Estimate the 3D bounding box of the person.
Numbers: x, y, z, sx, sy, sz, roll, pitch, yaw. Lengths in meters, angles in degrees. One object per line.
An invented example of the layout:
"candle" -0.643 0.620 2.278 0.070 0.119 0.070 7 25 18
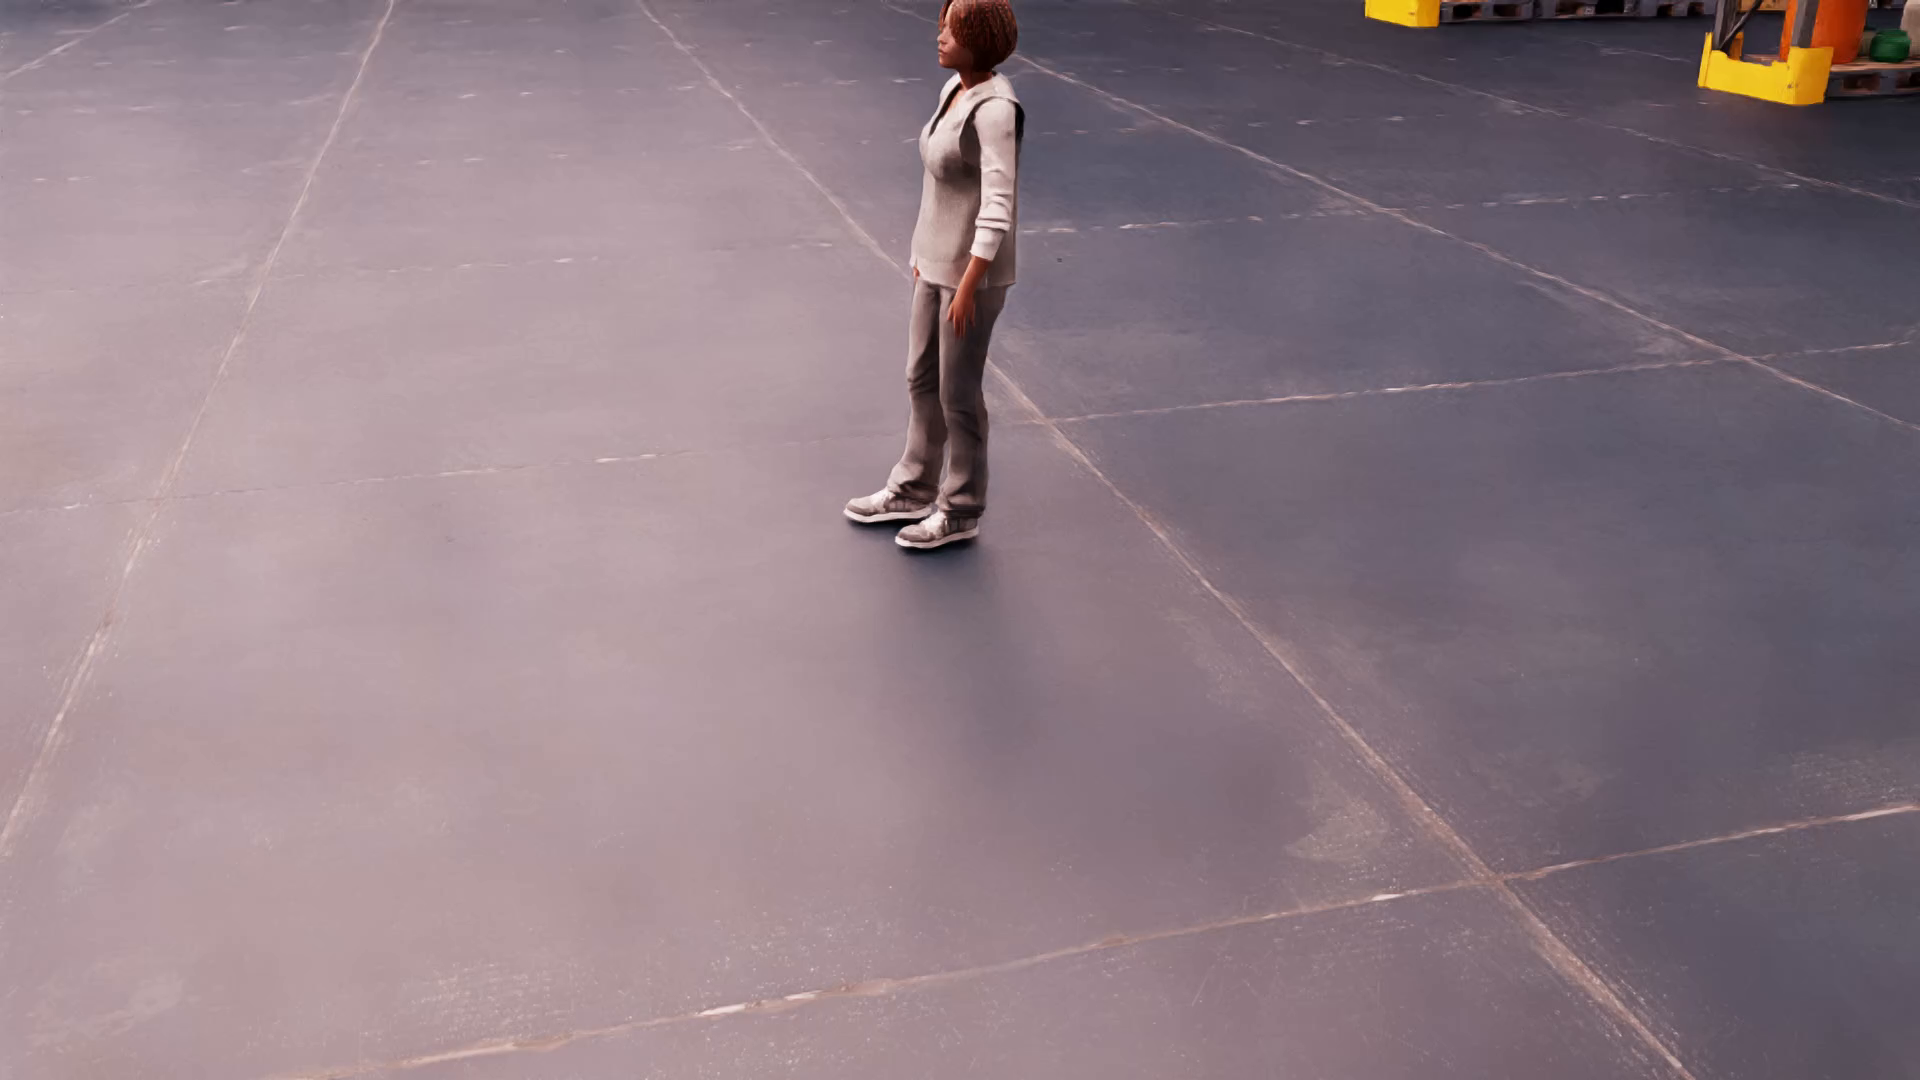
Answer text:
"person" -0.075 -0.739 4.732 0.474 1.597 0.521 -6 24 -14
